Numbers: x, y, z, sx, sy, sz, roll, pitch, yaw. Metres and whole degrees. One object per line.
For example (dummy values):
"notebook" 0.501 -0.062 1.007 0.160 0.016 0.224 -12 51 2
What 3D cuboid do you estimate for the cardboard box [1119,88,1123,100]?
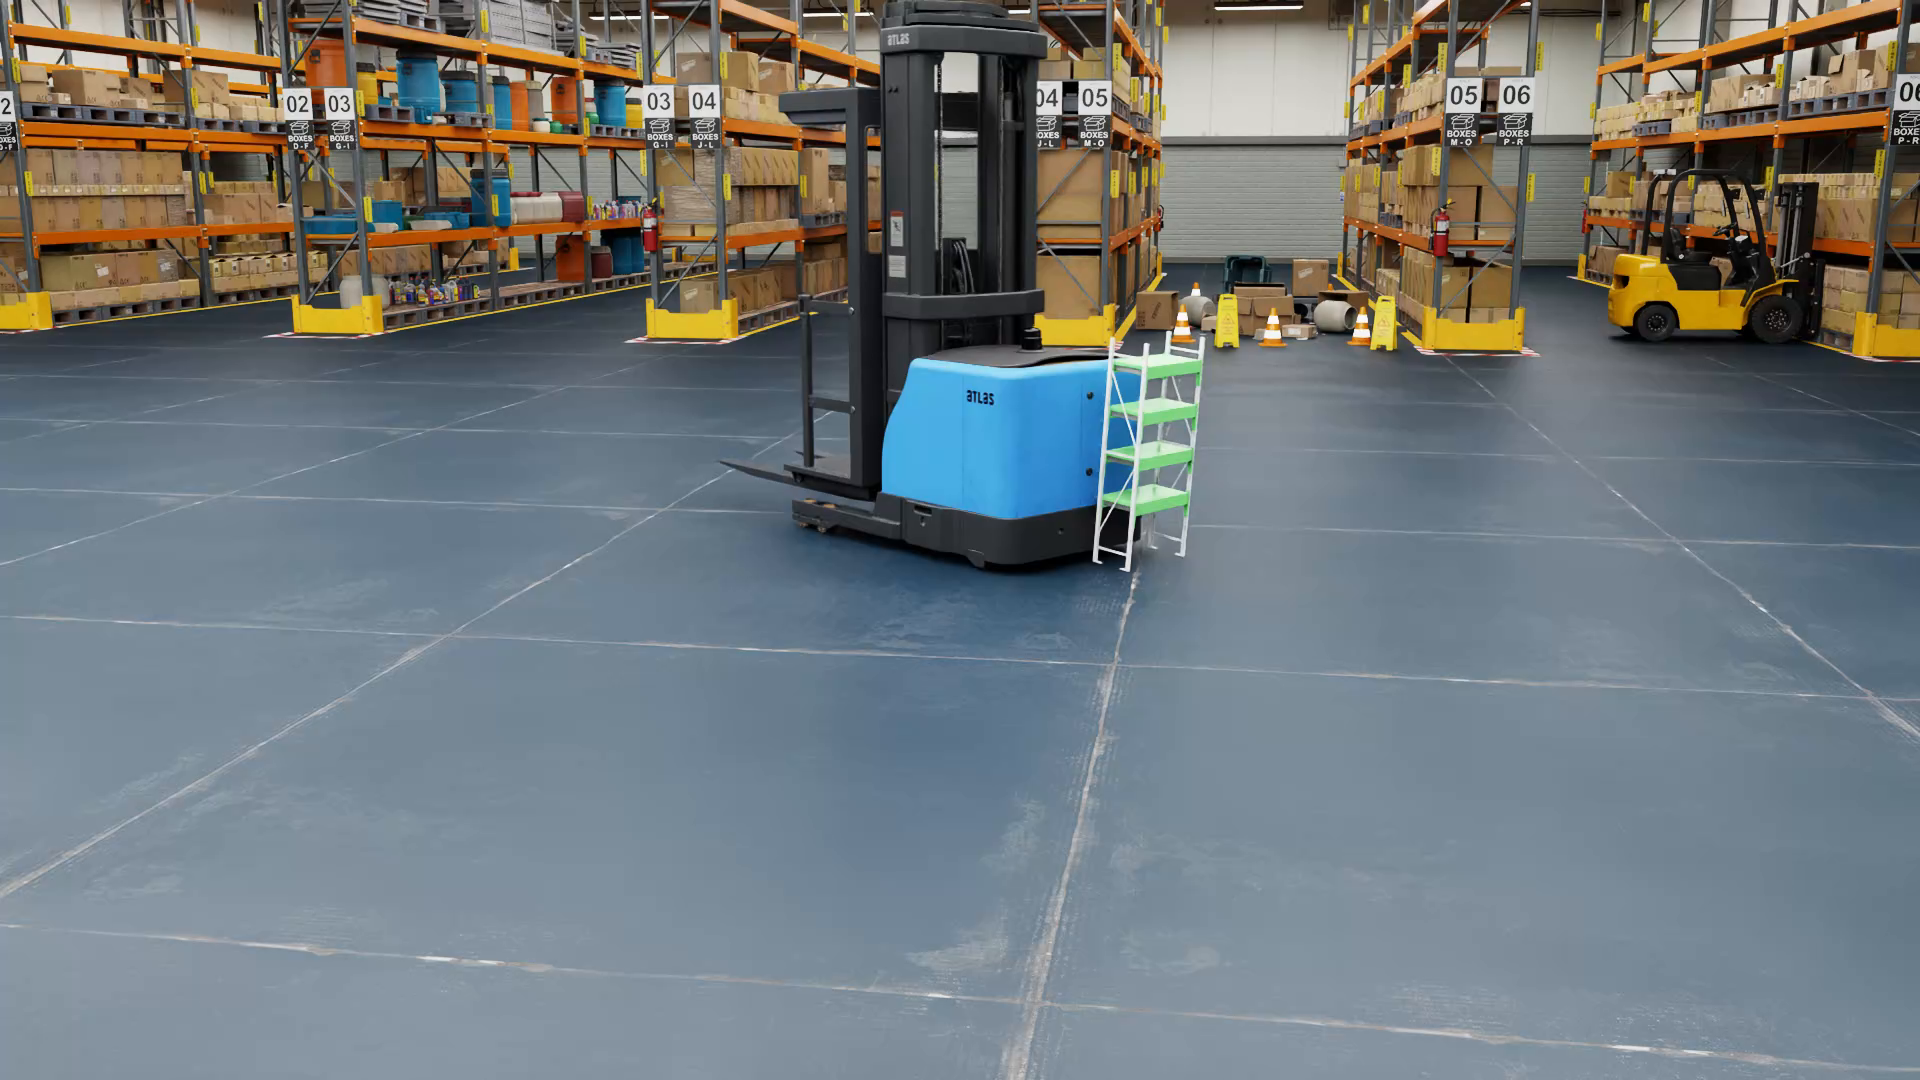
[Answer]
"cardboard box" 1.958 -5.916 22.068 0.380 0.149 0.250 2 12 9

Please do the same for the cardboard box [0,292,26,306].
"cardboard box" -13.526 -3.428 23.808 0.500 0.250 0.500 2 12 9

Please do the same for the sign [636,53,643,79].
"sign" -4.074 -6.045 21.201 0.100 0.325 0.005 2 12 9

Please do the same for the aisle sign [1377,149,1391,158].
"aisle sign" 9.041 -8.409 35.221 0.394 0.787 0.004 2 12 9

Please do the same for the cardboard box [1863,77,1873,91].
"cardboard box" 10.996 -5.422 19.776 0.380 0.149 0.250 2 12 7

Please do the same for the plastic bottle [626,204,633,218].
"plastic bottle" -6.473 -6.420 32.457 0.152 0.276 0.135 2 12 9

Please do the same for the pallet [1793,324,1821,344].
"pallet" 11.435 -2.693 21.488 1.003 0.211 1.213 2 12 9

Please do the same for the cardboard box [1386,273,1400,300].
"cardboard box" 7.169 -3.960 25.987 0.950 0.372 0.625 2 12 11

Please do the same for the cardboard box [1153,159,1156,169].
"cardboard box" 3.685 -7.421 33.492 0.500 0.500 0.500 2 12 10

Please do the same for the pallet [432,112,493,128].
"pallet" -7.822 -6.337 25.108 1.213 0.211 1.003 2 12 9

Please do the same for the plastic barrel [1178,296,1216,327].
"plastic barrel" 3.313 -3.229 23.473 0.421 0.421 0.512 -10 16 -40

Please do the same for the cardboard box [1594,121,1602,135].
"cardboard box" 13.291 -8.428 34.010 0.500 0.250 0.500 2 12 8

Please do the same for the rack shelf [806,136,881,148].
"rack shelf" -1.991 -7.320 30.926 1.077 0.370 4.000 2 12 9

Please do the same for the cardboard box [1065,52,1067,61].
"cardboard box" 1.152 -6.116 21.100 0.380 0.149 0.250 2 12 10

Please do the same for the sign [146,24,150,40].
"sign" -16.911 -10.593 34.692 0.100 0.325 0.005 2 12 9

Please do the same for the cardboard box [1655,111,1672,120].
"cardboard box" 12.372 -7.424 29.062 0.380 0.149 0.250 2 12 10

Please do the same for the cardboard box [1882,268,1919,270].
"cardboard box" 11.503 -3.190 20.334 0.500 0.250 0.500 2 12 9

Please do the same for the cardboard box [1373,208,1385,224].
"cardboard box" 7.315 -5.508 28.288 0.500 0.250 0.500 1 12 7

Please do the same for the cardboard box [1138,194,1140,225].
"cardboard box" 2.705 -5.450 27.424 0.500 0.500 0.500 2 12 9

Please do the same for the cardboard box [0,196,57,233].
"cardboard box" -13.232 -4.591 23.439 0.700 0.500 0.500 2 12 9

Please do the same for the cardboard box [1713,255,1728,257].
"cardboard box" 12.289 -4.223 26.608 0.875 0.625 0.625 2 12 10

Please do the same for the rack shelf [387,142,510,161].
"rack shelf" -11.164 -8.474 36.283 1.077 0.370 4.000 2 12 9

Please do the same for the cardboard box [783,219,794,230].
"cardboard box" -2.704 -4.727 24.905 0.380 0.149 0.250 2 12 9

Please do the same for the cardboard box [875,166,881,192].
"cardboard box" -1.891 -6.885 31.703 0.797 0.503 0.637 2 12 9

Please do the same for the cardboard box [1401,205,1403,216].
"cardboard box" 6.685 -4.834 24.402 0.380 0.149 0.250 2 12 9

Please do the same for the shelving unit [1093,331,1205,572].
"shelving unit" 1.000 -0.477 8.815 0.258 1.200 0.503 17 20 41

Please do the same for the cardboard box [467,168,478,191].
"cardboard box" -10.884 -7.892 36.382 0.500 0.500 0.500 2 12 10

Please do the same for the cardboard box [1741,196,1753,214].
"cardboard box" 11.678 -4.864 24.112 0.500 0.250 0.500 2 12 7

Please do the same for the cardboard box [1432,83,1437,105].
"cardboard box" 6.167 -5.560 20.704 0.500 0.250 0.500 2 12 8

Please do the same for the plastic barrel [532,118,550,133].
"plastic barrel" -7.158 -7.076 28.414 0.301 0.262 0.301 0 12 0

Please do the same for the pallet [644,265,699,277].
"pallet" -6.317 -5.828 36.035 1.003 0.211 1.213 2 12 9

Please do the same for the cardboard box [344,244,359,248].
"cardboard box" -12.017 -5.898 32.848 0.500 0.250 0.500 2 12 8

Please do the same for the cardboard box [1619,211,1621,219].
"cardboard box" 12.915 -6.256 31.997 0.380 0.149 0.250 2 12 10

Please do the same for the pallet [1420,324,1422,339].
"pallet" 6.435 -2.623 21.164 1.003 0.211 1.213 2 12 9

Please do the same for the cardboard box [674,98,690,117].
"cardboard box" -3.706 -5.625 21.711 0.500 0.250 0.500 2 12 10

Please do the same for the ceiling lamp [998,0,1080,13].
"ceiling lamp" 1.850 -13.717 37.926 2.000 3.185 0.800 2 12 9

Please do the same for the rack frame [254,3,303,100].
"rack frame" -15.751 -10.868 38.564 1.000 3.000 0.127 2 12 9

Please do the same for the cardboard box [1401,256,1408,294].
"cardboard box" 6.521 -3.749 23.518 0.500 0.500 0.500 2 12 11

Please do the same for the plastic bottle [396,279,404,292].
"plastic bottle" -8.436 -3.754 25.038 0.144 0.351 0.185 2 12 8

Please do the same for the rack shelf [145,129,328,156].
"rack shelf" -12.394 -6.809 28.555 1.077 0.370 4.000 2 12 9

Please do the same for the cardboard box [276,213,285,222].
"cardboard box" -12.227 -5.721 29.514 0.380 0.149 0.250 3 12 13

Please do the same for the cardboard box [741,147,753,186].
"cardboard box" -3.091 -5.016 22.332 0.500 0.500 0.500 2 12 9

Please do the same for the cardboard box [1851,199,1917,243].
"cardboard box" 10.984 -3.802 19.779 0.500 0.500 0.500 2 12 7

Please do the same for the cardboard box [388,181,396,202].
"cardboard box" -11.808 -6.961 33.439 0.700 0.500 0.500 4 13 18

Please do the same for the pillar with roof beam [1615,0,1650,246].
"pillar with roof beam" 10.681 -10.577 37.214 9.100 9.000 0.548 2 12 9

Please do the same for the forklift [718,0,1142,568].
"forklift" -0.342 -1.539 9.678 1.130 2.935 3.031 -10 16 -40

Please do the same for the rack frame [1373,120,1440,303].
"rack frame" 7.493 -5.468 27.745 1.000 3.000 0.127 2 12 9

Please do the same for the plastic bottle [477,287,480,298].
"plastic bottle" -7.556 -3.878 25.967 0.097 0.201 0.097 0 12 0

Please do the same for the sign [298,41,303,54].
"sign" -15.217 -11.343 38.362 0.100 0.325 0.005 2 12 9

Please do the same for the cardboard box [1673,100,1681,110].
"cardboard box" 12.359 -7.392 28.258 0.380 0.149 0.250 2 12 9

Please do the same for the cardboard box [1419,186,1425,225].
"cardboard box" 6.236 -4.327 21.507 0.500 0.500 0.500 2 12 8

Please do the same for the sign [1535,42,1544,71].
"sign" 6.799 -5.678 19.528 0.100 0.325 0.005 2 12 9

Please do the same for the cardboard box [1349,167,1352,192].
"cardboard box" 8.225 -7.365 33.937 0.500 0.500 0.500 2 12 8

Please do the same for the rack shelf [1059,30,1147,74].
"rack shelf" 2.279 -7.576 25.945 1.077 0.370 4.000 2 12 9
